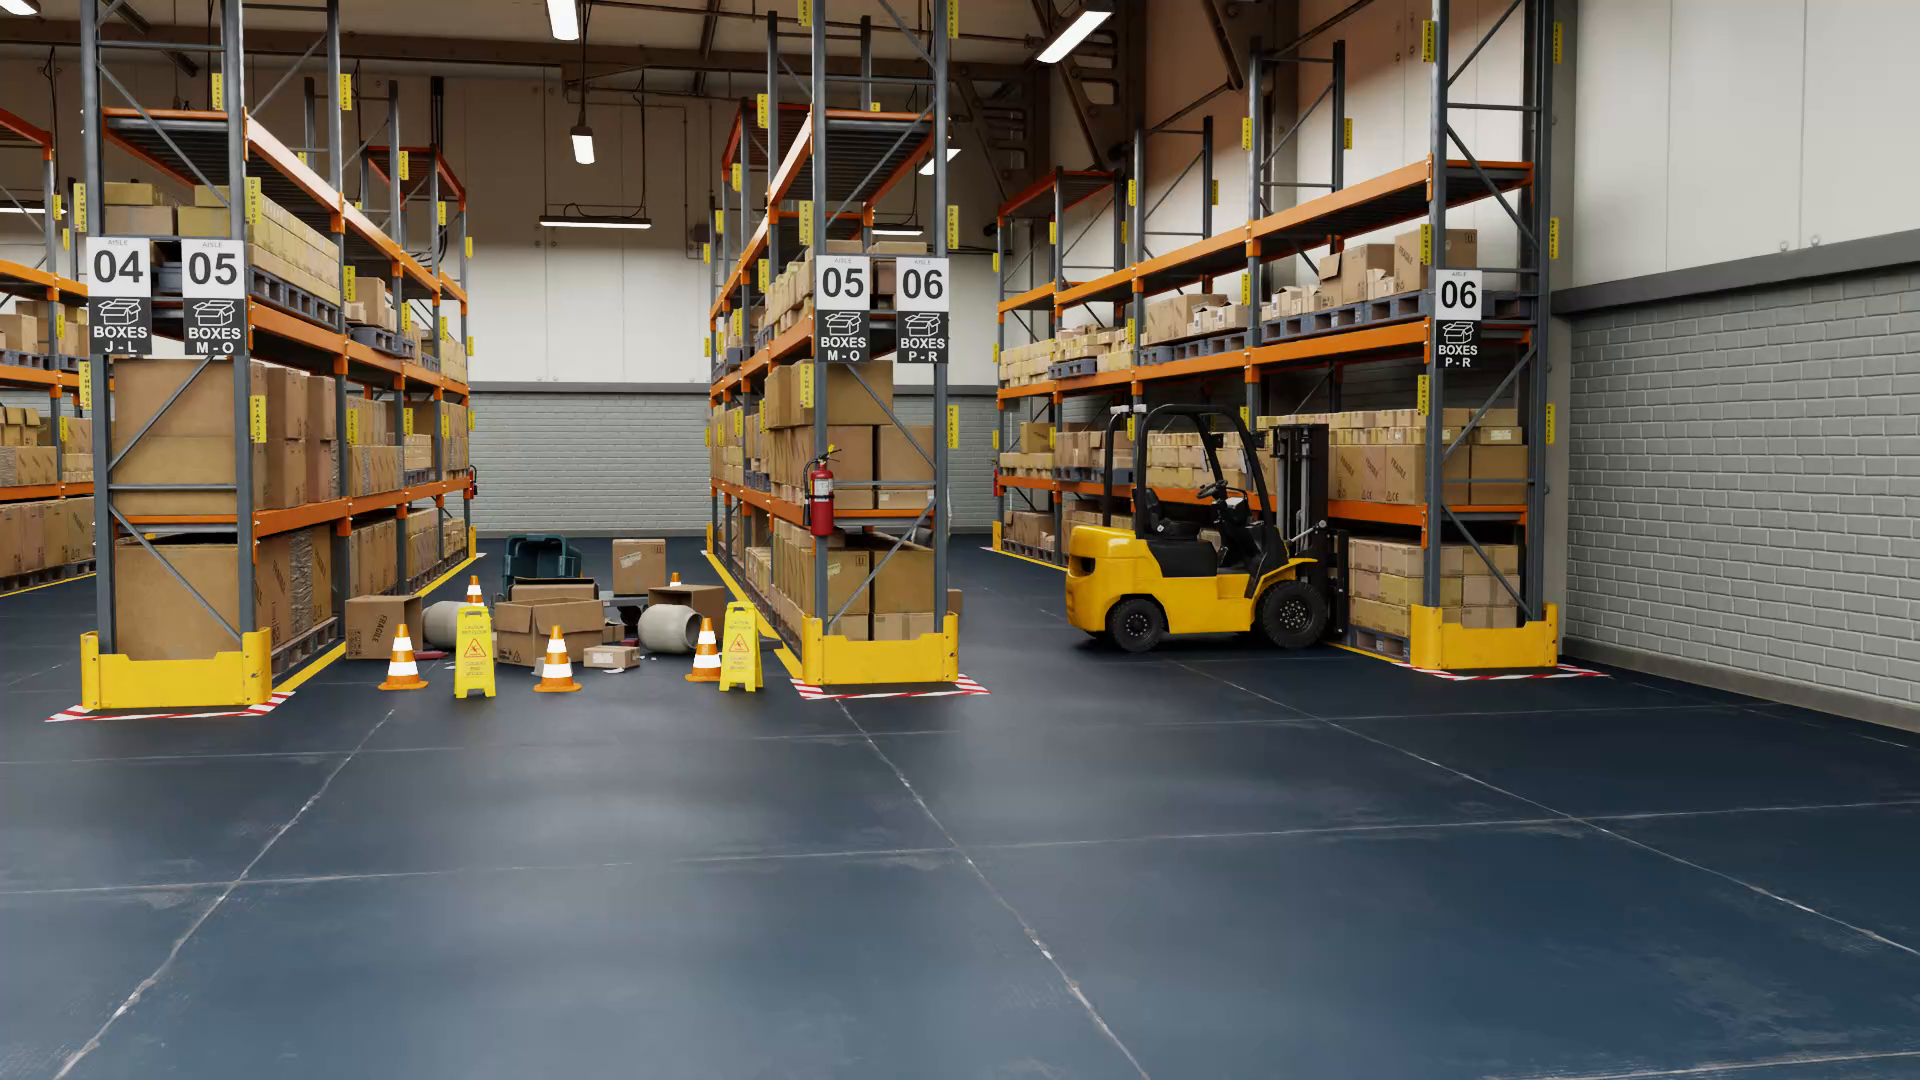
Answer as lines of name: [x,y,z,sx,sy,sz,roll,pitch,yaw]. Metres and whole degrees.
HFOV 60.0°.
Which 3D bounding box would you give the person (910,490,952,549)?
person: [-0.347,-0.114,18.990,0.515,1.610,1.008,-1,3,-11]
